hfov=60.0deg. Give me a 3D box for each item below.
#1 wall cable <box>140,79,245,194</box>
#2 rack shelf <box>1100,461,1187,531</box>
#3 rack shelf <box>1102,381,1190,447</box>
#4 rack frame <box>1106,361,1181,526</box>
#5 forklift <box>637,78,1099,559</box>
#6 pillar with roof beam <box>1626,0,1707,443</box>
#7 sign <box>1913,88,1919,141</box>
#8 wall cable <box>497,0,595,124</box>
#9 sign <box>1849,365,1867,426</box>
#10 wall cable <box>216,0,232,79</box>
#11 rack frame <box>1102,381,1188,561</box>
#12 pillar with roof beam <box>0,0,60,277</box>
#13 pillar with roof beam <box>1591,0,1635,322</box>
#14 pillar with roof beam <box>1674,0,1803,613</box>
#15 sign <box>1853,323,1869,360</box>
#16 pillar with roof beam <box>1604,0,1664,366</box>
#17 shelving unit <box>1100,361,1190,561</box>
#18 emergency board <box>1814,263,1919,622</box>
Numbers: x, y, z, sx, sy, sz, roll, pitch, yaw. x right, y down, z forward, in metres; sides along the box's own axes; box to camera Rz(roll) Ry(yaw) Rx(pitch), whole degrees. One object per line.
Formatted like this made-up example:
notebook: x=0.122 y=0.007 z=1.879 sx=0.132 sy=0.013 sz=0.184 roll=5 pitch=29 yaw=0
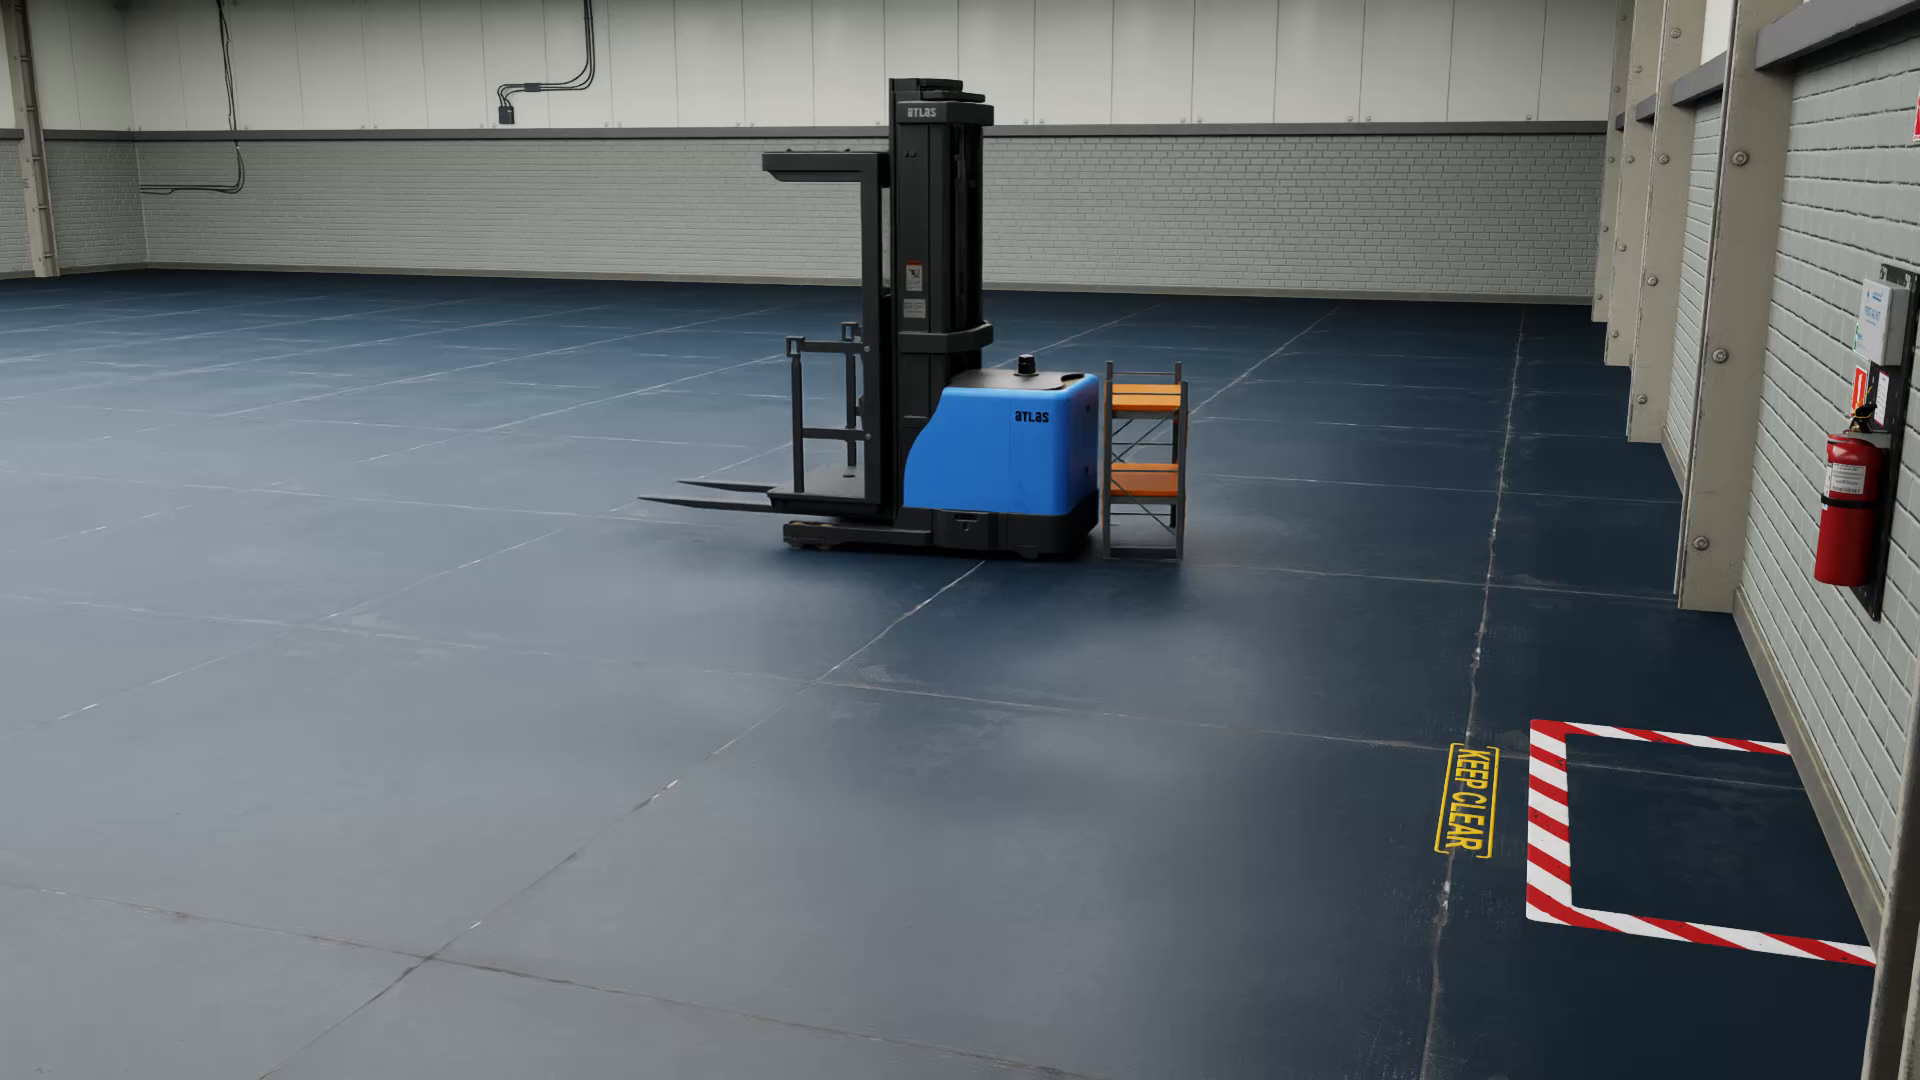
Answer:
wall cable: x=-17.545 y=-9.103 z=37.624 sx=3.097 sy=2.526 sz=0.112 roll=4 pitch=14 yaw=18
rack shelf: x=1.191 y=-0.299 z=10.868 sx=0.538 sy=0.278 sz=1.000 roll=1 pitch=13 yaw=5
rack shelf: x=1.191 y=-0.823 z=10.749 sx=0.538 sy=0.278 sz=1.000 roll=1 pitch=13 yaw=5
rack frame: x=1.237 y=-0.650 z=11.308 sx=0.500 sy=1.125 sz=0.032 roll=1 pitch=13 yaw=5
forklift: x=-0.643 y=-1.476 z=10.867 sx=3.031 sy=2.935 sz=1.130 roll=4 pitch=13 yaw=16
pillar with roof beam: x=2.100 y=-5.607 z=15.330 sx=9.100 sy=9.000 sz=0.400 roll=4 pitch=14 yaw=18
sign: x=3.223 y=-1.488 z=5.555 sx=0.001 sy=0.298 sz=0.199 roll=4 pitch=14 yaw=18
wall cable: x=-8.568 y=-11.588 z=33.891 sx=2.305 sy=6.003 sz=0.169 roll=4 pitch=14 yaw=18
sign: x=3.403 y=-0.489 z=6.311 sx=0.001 sy=0.329 sz=0.234 roll=4 pitch=14 yaw=18
wall cable: x=-14.986 y=-11.370 z=36.209 sx=3.097 sy=2.526 sz=0.112 roll=4 pitch=14 yaw=18
rack frame: x=1.146 y=-0.425 z=10.320 sx=0.500 sy=1.125 sz=0.032 roll=1 pitch=13 yaw=5
pillar with roof beam: x=-15.676 y=-9.781 z=33.620 sx=9.100 sy=9.000 sz=0.400 roll=4 pitch=14 yaw=18
pillar with roof beam: x=5.982 y=-8.133 z=26.400 sx=9.100 sy=9.000 sz=0.400 roll=4 pitch=14 yaw=18
pillar with roof beam: x=0.158 y=-4.343 z=9.795 sx=9.100 sy=9.000 sz=0.400 roll=4 pitch=14 yaw=18
sign: x=3.393 y=-0.747 z=6.250 sx=0.001 sy=0.109 sz=0.331 roll=4 pitch=14 yaw=18
pillar with roof beam: x=4.041 y=-6.870 z=20.865 sx=9.100 sy=9.000 sz=0.400 roll=4 pitch=14 yaw=18
shelving unit: x=1.191 y=-0.537 z=10.814 sx=0.538 sy=1.125 sz=1.048 roll=1 pitch=13 yaw=5
emergency board: x=3.126 y=-0.363 z=5.837 sx=0.194 sy=1.169 sz=0.643 roll=4 pitch=14 yaw=18
